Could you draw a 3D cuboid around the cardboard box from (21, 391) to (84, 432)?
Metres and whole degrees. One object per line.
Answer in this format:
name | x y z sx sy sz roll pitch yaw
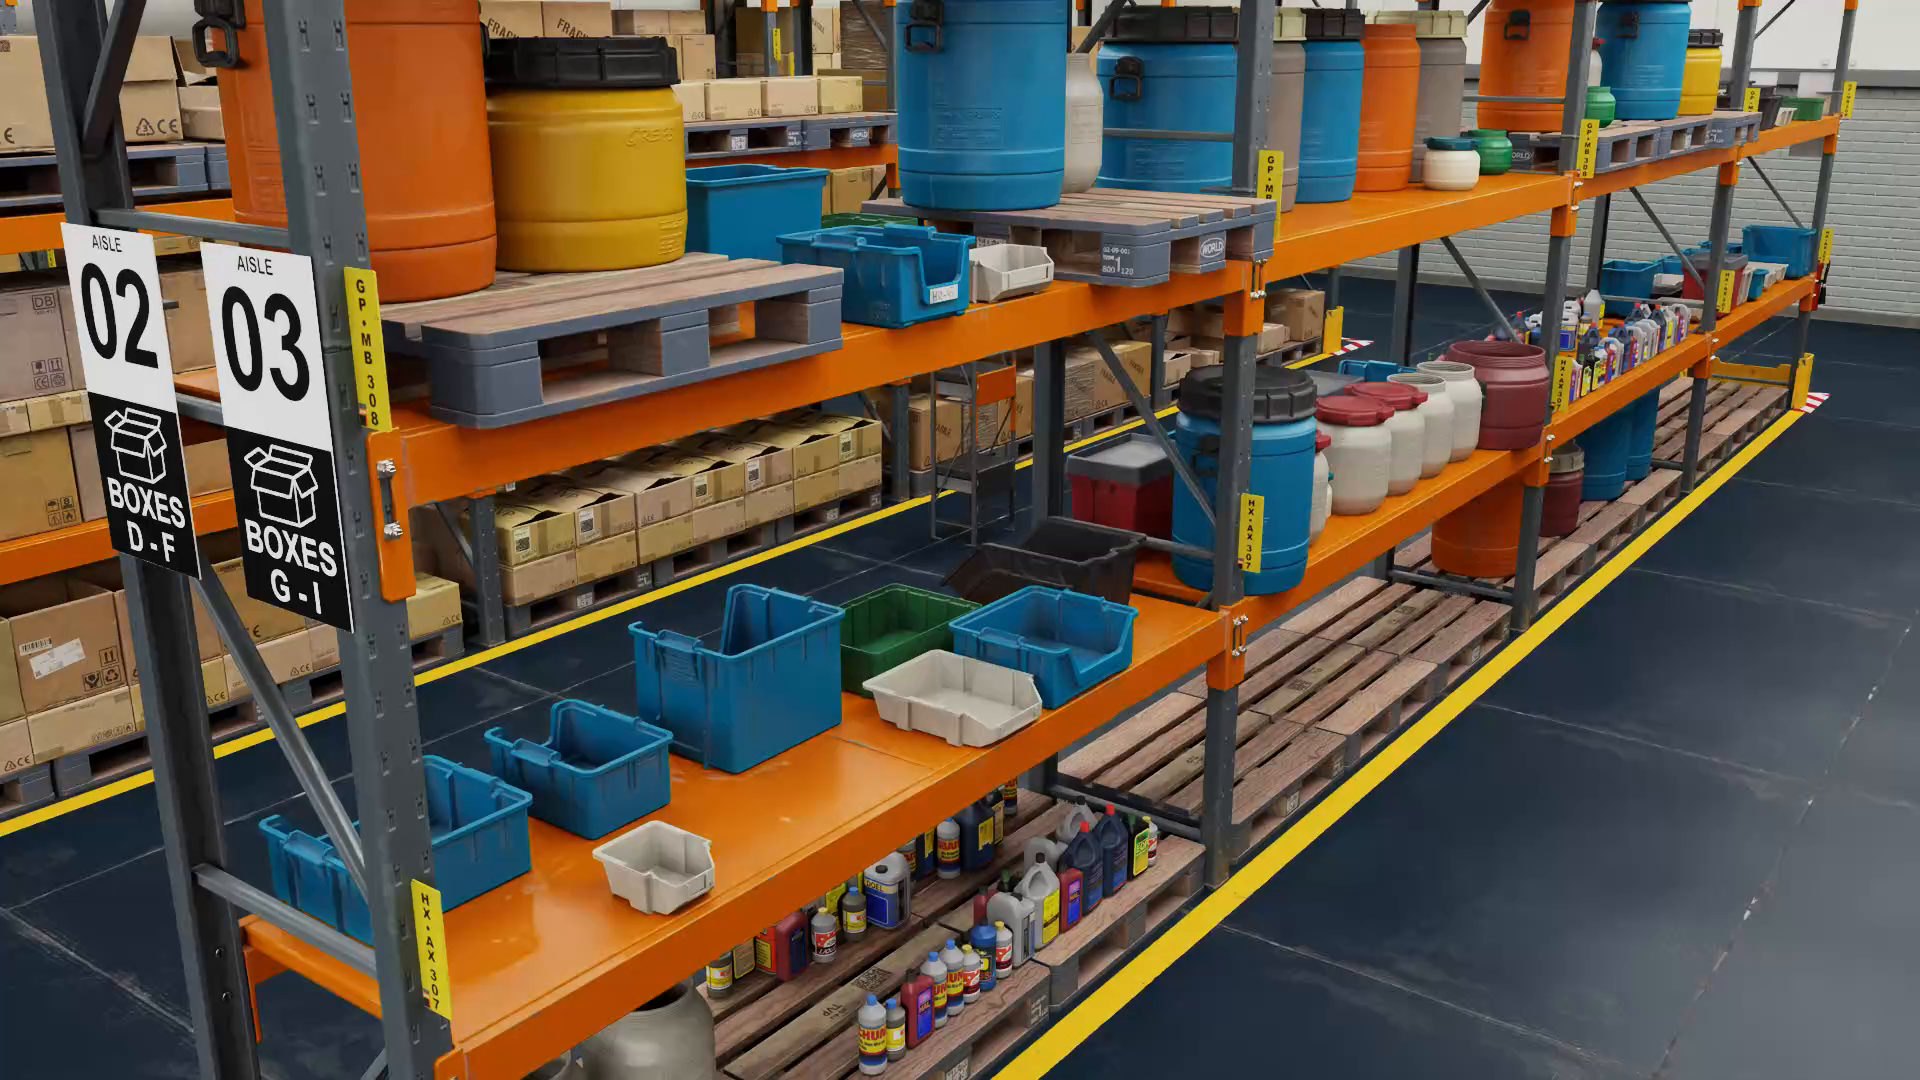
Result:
cardboard box | -4.432 -0.639 7.981 0.380 0.149 0.250 12 21 34

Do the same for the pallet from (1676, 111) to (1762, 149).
pallet | 5.133 -3.039 12.233 1.213 0.211 1.003 12 21 35

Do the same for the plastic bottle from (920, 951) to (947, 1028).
plastic bottle | -0.094 1.592 5.918 0.097 0.271 0.097 0 17 0

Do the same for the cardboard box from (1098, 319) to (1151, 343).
cardboard box | 1.657 -1.979 17.032 0.500 0.500 0.500 12 21 35

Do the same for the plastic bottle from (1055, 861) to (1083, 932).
plastic bottle | 0.425 1.388 6.555 0.061 0.283 0.133 14 22 38

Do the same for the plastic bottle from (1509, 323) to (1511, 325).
plastic bottle | 3.907 -1.412 11.930 0.061 0.283 0.133 12 21 35

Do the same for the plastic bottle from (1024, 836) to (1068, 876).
plastic bottle | 0.354 1.325 6.769 0.152 0.276 0.135 12 21 35

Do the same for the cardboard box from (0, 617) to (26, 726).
cardboard box | -4.810 0.628 7.828 0.500 0.500 0.500 12 21 35

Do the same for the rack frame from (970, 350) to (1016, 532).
rack frame | 0.244 -1.100 12.246 0.400 2.100 0.015 12 21 35

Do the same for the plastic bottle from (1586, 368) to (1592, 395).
plastic bottle | 4.102 -1.064 10.947 0.097 0.201 0.097 0 17 0

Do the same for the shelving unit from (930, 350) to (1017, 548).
shelving unit | 0.099 -1.042 12.059 0.431 2.100 0.503 12 21 35

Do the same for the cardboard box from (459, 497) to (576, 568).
cardboard box | -2.775 -0.081 10.430 0.500 0.311 0.500 13 21 35

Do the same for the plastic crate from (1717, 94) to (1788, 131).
plastic crate | 6.482 -3.518 13.678 0.497 0.269 0.590 12 21 35

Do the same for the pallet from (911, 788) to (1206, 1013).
pallet | 0.321 1.489 7.093 1.003 0.211 1.213 12 21 35

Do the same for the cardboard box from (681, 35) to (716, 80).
cardboard box | -3.047 -5.152 17.807 0.700 0.500 0.500 11 20 32

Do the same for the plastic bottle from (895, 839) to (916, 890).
plastic bottle | -0.229 1.303 6.848 0.097 0.271 0.097 0 17 0

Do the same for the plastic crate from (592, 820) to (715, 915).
plastic crate | -0.837 0.927 4.645 0.298 0.136 0.250 12 21 35

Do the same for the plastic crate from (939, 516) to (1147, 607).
plastic crate | 0.341 0.137 6.851 0.767 0.338 0.504 12 21 35

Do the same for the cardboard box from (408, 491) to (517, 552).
cardboard box | -3.210 -0.174 10.728 0.500 0.311 0.500 12 21 35

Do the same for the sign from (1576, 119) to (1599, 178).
sign | 3.584 -2.235 9.502 0.100 0.325 0.005 12 21 35

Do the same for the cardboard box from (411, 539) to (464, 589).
cardboard box | -3.207 0.091 10.821 0.500 0.250 0.500 12 21 34

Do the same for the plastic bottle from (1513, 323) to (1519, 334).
plastic bottle | 3.956 -1.401 11.895 0.061 0.283 0.133 12 21 35

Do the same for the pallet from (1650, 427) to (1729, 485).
pallet | 5.929 -0.751 14.306 1.003 0.211 1.213 12 21 35

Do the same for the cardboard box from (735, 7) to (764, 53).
cardboard box | -2.206 -5.826 19.002 0.500 0.500 0.500 12 21 34

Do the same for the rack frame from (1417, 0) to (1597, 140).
rack frame | 3.138 -3.813 9.349 1.000 3.000 0.127 12 21 35

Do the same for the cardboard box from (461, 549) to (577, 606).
cardboard box | -2.782 0.189 10.506 0.500 0.250 0.500 12 21 33

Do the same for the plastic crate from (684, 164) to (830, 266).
plastic crate | -0.734 -0.975 5.294 0.392 0.384 0.575 12 21 35

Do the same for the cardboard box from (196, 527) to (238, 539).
cardboard box | -4.344 0.176 9.282 0.500 0.500 0.500 12 21 35

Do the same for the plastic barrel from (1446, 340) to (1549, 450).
plastic barrel | 3.105 -0.849 9.690 0.600 0.536 0.708 12 21 35

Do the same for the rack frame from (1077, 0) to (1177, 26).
rack frame | 1.546 -5.642 15.238 1.000 3.000 0.127 12 21 35

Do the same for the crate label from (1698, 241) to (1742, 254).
crate label | 7.493 -2.802 16.388 0.416 0.233 0.303 12 21 35

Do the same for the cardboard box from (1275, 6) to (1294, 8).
cardboard box | 3.058 -5.320 17.405 0.700 0.500 0.500 12 21 35

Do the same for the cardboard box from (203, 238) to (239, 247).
cardboard box | -6.165 -2.413 14.046 0.700 0.500 0.500 16 24 42

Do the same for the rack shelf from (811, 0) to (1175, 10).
rack shelf | 0.354 -4.631 13.870 1.077 0.370 4.000 12 21 35

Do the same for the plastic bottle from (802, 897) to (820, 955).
plastic bottle | -0.631 1.445 6.384 0.152 0.276 0.135 12 21 33

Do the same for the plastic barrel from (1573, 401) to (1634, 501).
plastic barrel | 4.762 -0.804 12.605 0.600 0.901 0.708 12 21 35

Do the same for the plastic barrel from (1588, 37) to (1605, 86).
plastic barrel | 4.074 -3.095 11.157 0.433 0.535 0.433 0 17 0

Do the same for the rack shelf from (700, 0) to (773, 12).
rack shelf | -3.626 -5.505 16.686 1.077 0.370 4.000 12 21 35

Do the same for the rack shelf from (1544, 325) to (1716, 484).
rack shelf | 4.330 -1.081 11.879 1.077 0.370 4.000 12 21 35

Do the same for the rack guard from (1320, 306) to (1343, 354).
rack guard | 3.884 -2.518 19.508 1.175 0.500 0.348 12 21 35

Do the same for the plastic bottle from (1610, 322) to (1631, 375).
plastic bottle | 4.580 -1.338 11.578 0.144 0.351 0.185 12 21 35

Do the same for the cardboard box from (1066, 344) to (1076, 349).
cardboard box | 0.753 -1.592 15.786 0.500 0.500 0.500 13 21 35

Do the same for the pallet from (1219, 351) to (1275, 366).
pallet | 2.682 -1.900 18.008 1.003 0.211 1.213 12 21 35

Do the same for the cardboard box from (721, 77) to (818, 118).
cardboard box | -1.360 -3.140 11.783 0.500 0.250 0.500 13 22 36

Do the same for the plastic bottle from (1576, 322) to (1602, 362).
plastic bottle | 4.378 -1.333 11.561 0.144 0.351 0.185 12 21 35

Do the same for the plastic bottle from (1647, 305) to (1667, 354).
plastic bottle | 5.127 -1.556 12.281 0.144 0.351 0.185 12 21 35

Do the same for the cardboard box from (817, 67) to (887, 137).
cardboard box | -0.605 -3.414 12.954 0.910 0.500 0.500 12 21 35

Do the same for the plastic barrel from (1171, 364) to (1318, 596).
plastic barrel | 1.228 -0.273 7.220 0.600 0.901 0.708 12 21 35

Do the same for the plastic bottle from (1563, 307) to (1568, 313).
plastic bottle | 4.631 -1.686 12.833 0.097 0.271 0.097 0 17 0

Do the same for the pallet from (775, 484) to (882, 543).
pallet | -1.359 -0.303 12.865 1.003 0.211 1.213 12 21 35

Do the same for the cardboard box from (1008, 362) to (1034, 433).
cardboard box | 0.580 -1.268 14.742 0.500 0.500 0.500 12 21 33

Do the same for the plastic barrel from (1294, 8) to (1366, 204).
plastic barrel | 1.663 -2.138 8.168 0.600 0.901 0.708 12 21 35

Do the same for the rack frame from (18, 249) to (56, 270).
rack frame | -7.201 -1.746 12.808 1.000 3.000 0.127 12 21 35

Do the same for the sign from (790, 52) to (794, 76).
sign | -1.272 -3.600 12.849 0.100 0.325 0.005 12 21 35

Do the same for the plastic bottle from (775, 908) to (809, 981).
plastic bottle | -0.628 1.493 6.216 0.061 0.283 0.133 12 21 35
